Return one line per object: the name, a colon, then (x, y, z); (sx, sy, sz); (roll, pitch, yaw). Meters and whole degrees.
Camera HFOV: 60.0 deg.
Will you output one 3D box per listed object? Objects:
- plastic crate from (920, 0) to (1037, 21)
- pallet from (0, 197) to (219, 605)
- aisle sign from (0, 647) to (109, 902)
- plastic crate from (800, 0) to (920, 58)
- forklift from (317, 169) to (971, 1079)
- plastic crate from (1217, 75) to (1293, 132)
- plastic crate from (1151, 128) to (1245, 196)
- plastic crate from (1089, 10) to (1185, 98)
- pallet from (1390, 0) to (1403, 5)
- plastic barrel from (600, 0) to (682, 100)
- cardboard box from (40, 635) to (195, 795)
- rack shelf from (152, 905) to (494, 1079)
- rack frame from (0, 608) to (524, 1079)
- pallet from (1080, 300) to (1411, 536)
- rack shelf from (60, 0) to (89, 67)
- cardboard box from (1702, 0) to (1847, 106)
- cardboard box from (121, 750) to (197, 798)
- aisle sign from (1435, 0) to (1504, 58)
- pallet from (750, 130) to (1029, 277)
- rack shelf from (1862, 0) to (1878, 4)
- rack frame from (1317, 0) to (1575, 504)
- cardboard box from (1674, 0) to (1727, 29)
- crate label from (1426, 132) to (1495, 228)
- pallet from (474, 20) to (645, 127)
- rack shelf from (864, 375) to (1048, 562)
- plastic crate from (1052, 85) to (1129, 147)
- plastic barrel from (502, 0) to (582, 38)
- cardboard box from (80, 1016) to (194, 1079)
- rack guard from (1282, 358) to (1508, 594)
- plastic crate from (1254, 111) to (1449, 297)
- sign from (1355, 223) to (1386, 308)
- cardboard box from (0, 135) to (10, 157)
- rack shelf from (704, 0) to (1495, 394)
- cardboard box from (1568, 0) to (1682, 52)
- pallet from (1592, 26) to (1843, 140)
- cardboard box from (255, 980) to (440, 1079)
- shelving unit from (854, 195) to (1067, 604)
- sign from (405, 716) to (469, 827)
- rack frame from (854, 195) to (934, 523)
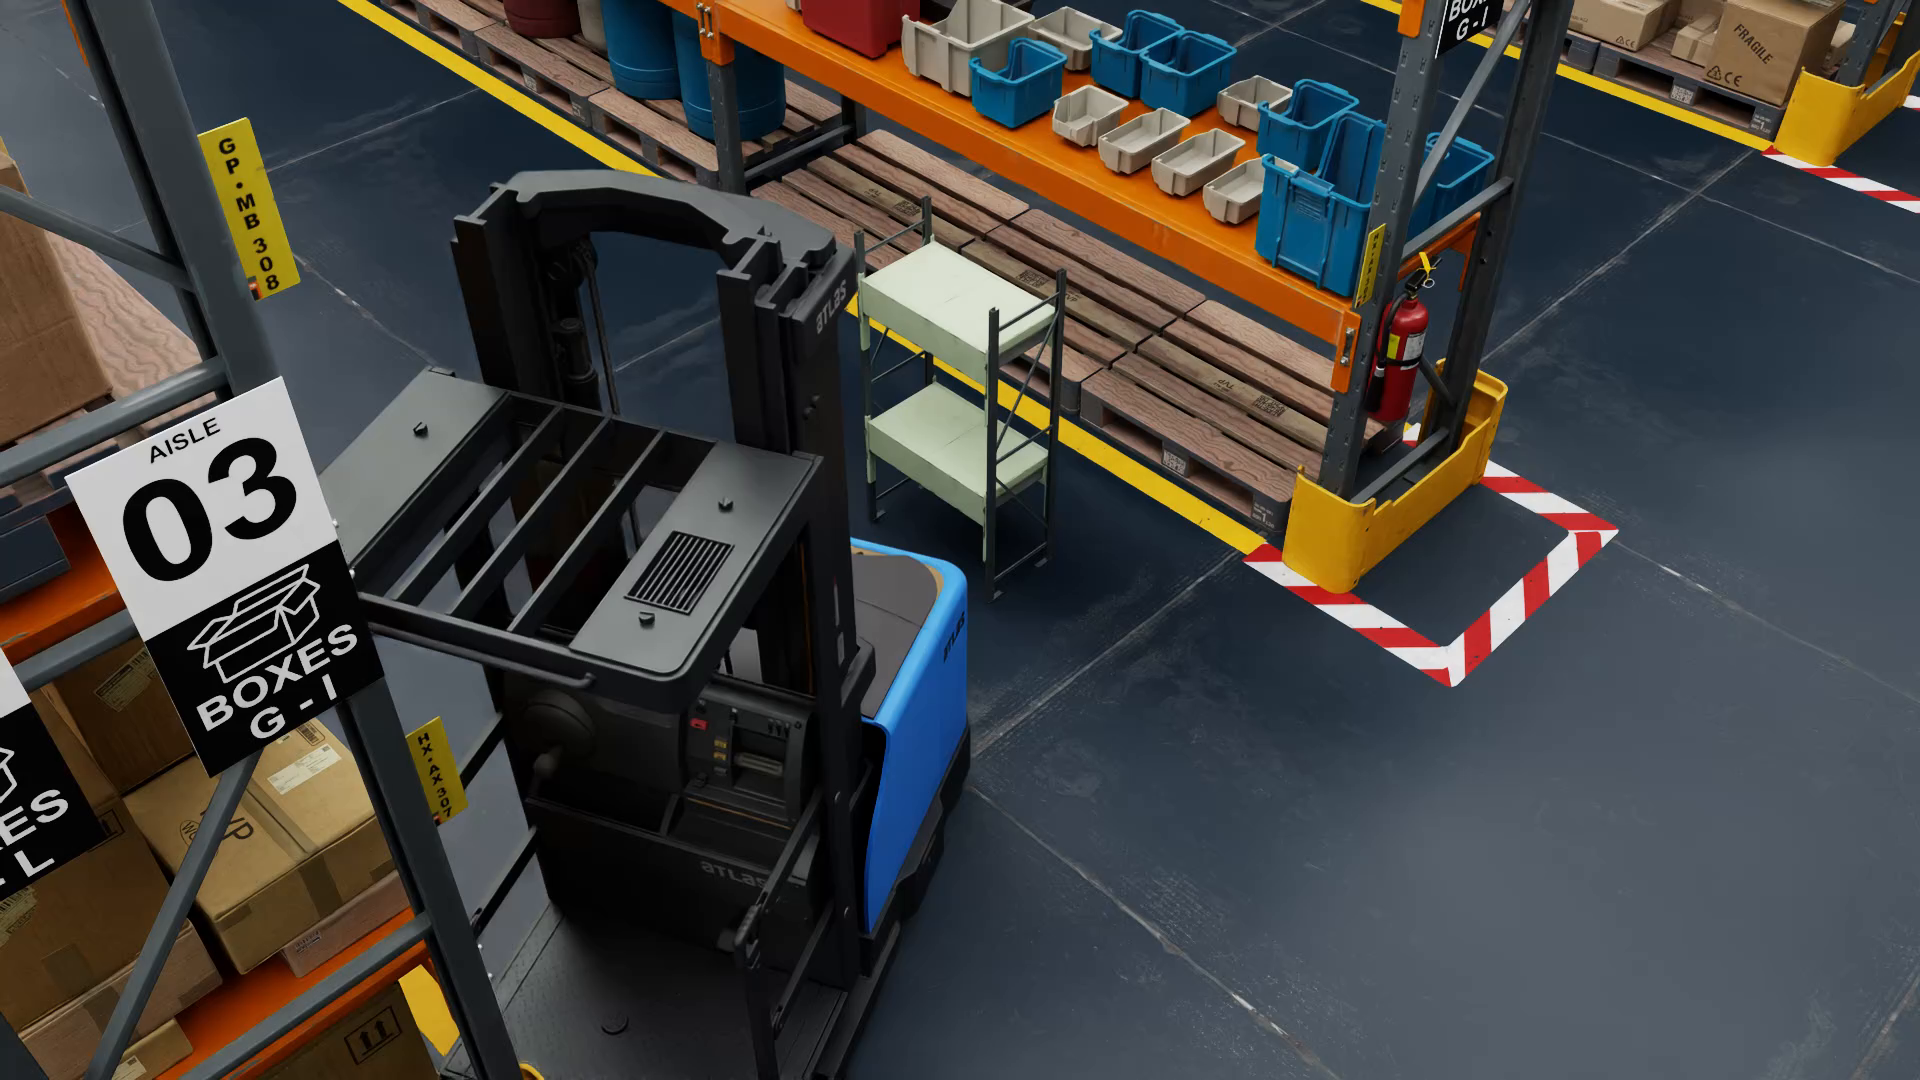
plastic crate: (0.045, -2.653, 8.187); (0.437, 0.125, 0.590); (-34, 53, -31)
pallet: (-2.149, -0.266, 3.300); (1.003, 0.211, 1.213); (-34, 53, -31)
aisle sign: (-1.779, 0.378, 2.832); (0.394, 0.787, 0.004); (-34, 53, -31)
plastic crate: (-0.482, -2.637, 7.920); (0.402, 0.464, 0.583); (-34, 53, -31)
forklift: (-0.932, 0.631, 4.525); (1.130, 2.935, 3.031); (14, 44, 14)
plastic crate: (1.301, -1.940, 7.407); (0.250, 0.136, 0.298); (-34, 53, -31)
plastic crate: (0.991, -1.595, 7.034); (0.396, 0.136, 0.243); (-34, 53, -31)
plastic crate: (0.806, -2.233, 7.653); (0.416, 0.233, 0.300); (-34, 53, -31)
pallet: (3.059, -4.158, 11.712); (1.003, 0.211, 1.213); (-34, 53, -31)
plastic barrel: (-1.808, -3.134, 9.786); (0.600, 0.901, 0.708); (-34, 53, -31)
cardboard box: (-2.118, 0.225, 4.252); (0.500, 0.500, 0.500); (33, 52, 30)
rack shelf: (-3.030, 0.458, 5.192); (1.077, 0.370, 4.000); (-34, 53, -31)
rack frame: (-1.617, 1.155, 3.907); (1.000, 3.000, 0.127); (-34, 53, -31)
pallet: (1.334, -0.610, 7.872); (1.003, 0.211, 1.213); (-34, 53, -31)
rack shelf: (-3.030, -1.598, 3.291); (1.077, 0.370, 4.000); (-34, 53, -31)
cardboard box: (4.841, -2.978, 9.897); (0.500, 0.500, 0.500); (-34, 53, -31)
cardboard box: (-2.137, 0.494, 4.514); (0.500, 0.250, 0.500); (34, 52, 31)
aisle sign: (1.733, -1.999, 5.405); (0.394, 0.787, 0.004); (-34, 53, -31)
pallet: (-0.389, -1.782, 9.140); (1.003, 0.211, 1.213); (-34, 53, -31)
rack shelf: (3.987, -4.288, 10.328); (1.077, 0.370, 4.000); (-34, 53, -31)
rack frame: (1.889, -1.219, 6.476); (1.000, 3.000, 0.127); (-34, 53, -31)
cardboard box: (4.863, -3.380, 10.517); (0.500, 0.250, 0.500); (-34, 53, -31)
crate label: (1.948, -1.456, 6.812); (0.416, 0.233, 0.303); (-34, 53, -31)
pallet: (-2.317, -3.094, 10.560); (1.003, 0.211, 1.213); (-34, 53, -31)
rack shelf: (-0.005, -0.315, 7.083); (0.431, 0.370, 0.720); (-34, 53, -31)
plastic crate: (0.555, -1.851, 7.310); (0.298, 0.136, 0.250); (-34, 53, -31)
plastic barrel: (-2.605, -3.562, 10.479); (0.600, 0.588, 0.708); (-34, 53, -31)
cardboard box: (-2.102, 1.234, 4.007); (0.380, 0.149, 0.250); (-33, 52, -31)
rack guard: (1.916, -0.296, 7.319); (1.175, 0.500, 0.348); (-34, 53, -31)
plastic crate: (1.521, -1.325, 6.521); (0.616, 0.435, 0.499); (-34, 53, -31)
sign: (1.511, -1.007, 6.127); (0.100, 0.325, 0.005); (-34, 53, -31)
cardboard box: (-2.335, -0.727, 3.277); (0.500, 0.500, 0.700); (32, 52, 30)
rack shelf: (0.477, -1.916, 7.760); (1.077, 0.370, 4.000); (-34, 53, -31)
cardboard box: (4.191, -3.357, 10.492); (0.500, 0.250, 0.500); (-34, 53, -31)
pallet: (4.782, -2.986, 10.444); (1.003, 0.211, 1.213); (-34, 53, -31)
cardboard box: (-2.126, 1.512, 4.777); (0.875, 0.875, 0.875); (-34, 53, -31)
shelving unit: (-0.005, -0.554, 6.862); (0.431, 1.500, 0.755); (-34, 53, -31)
sign: (-1.220, 0.545, 3.871); (0.100, 0.325, 0.005); (-34, 53, -31)
rack frame: (-0.263, -0.730, 7.052); (0.400, 1.500, 0.023); (-34, 53, -31)
